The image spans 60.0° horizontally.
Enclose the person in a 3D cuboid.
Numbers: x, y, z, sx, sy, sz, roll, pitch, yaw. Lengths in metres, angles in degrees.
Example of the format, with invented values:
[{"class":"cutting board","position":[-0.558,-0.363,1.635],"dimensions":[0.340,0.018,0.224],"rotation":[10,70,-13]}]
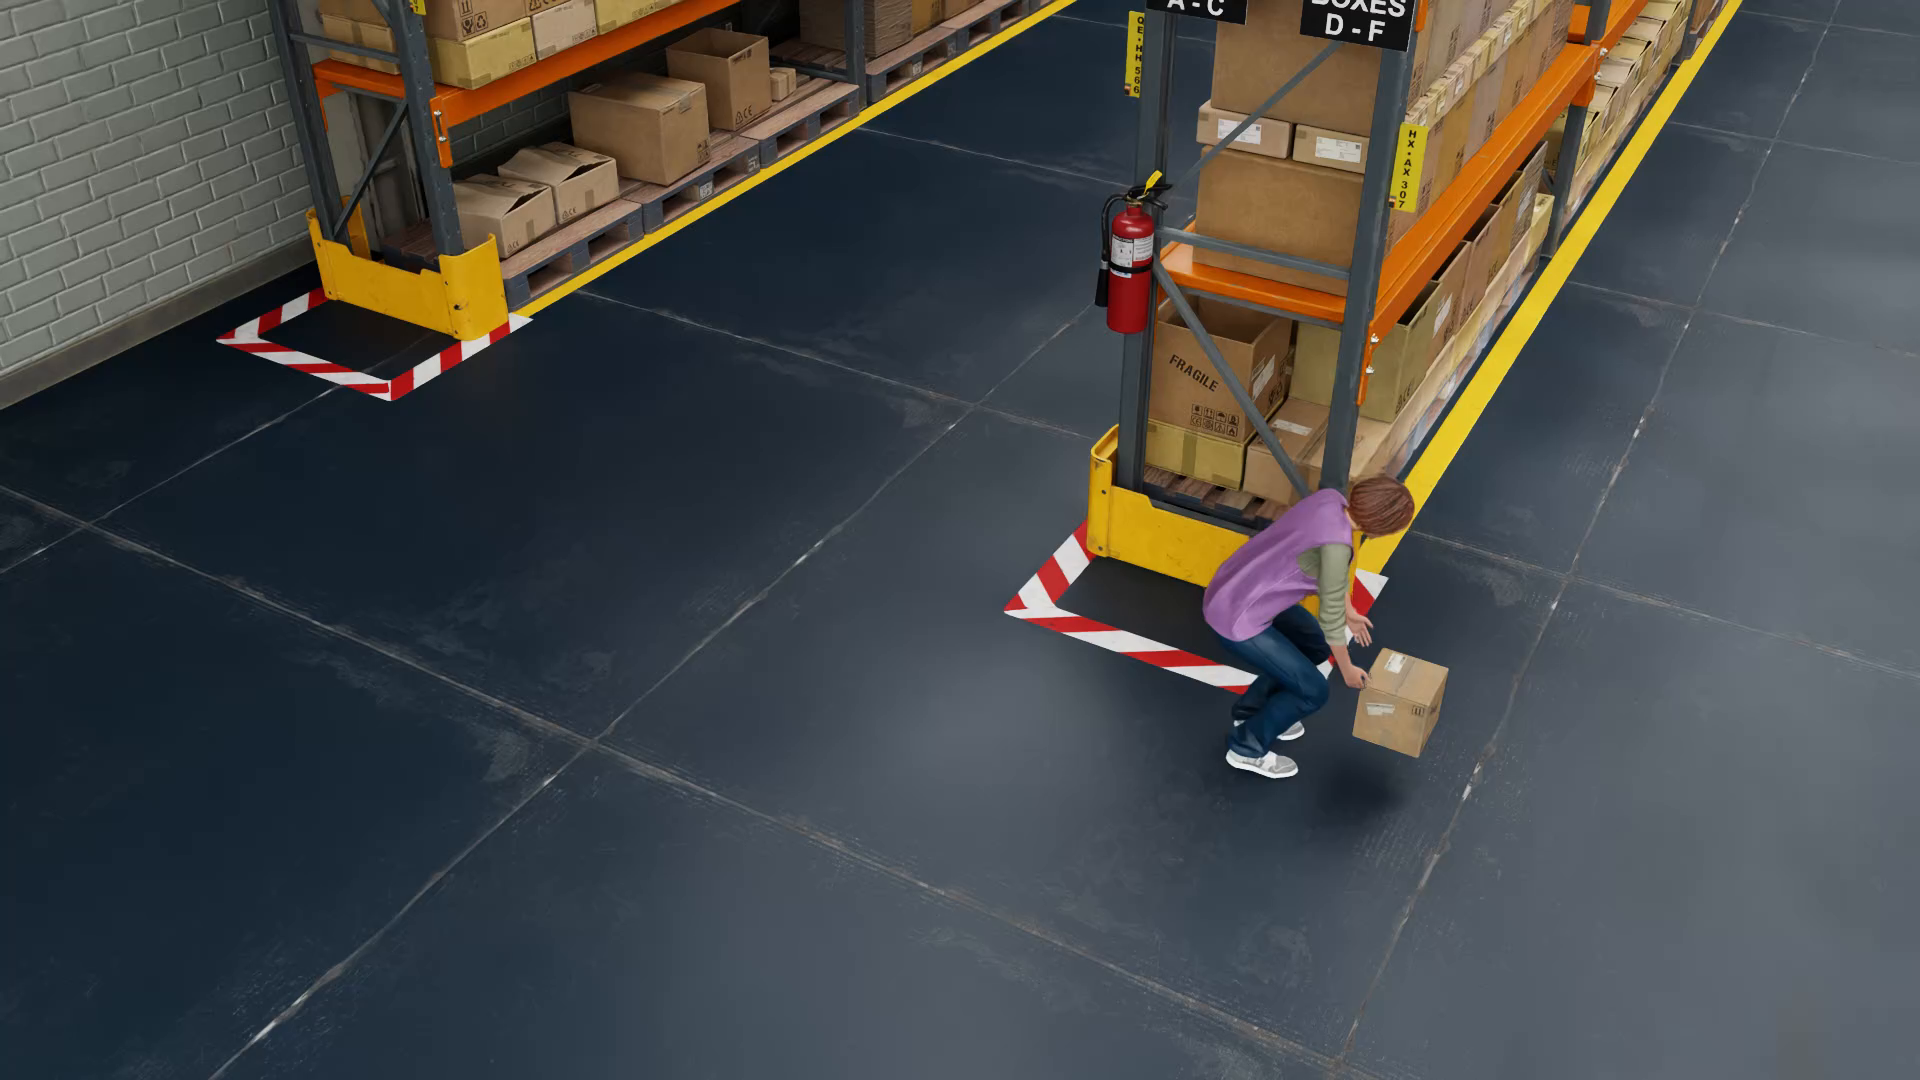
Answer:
[{"class":"person","position":[1.226,0.282,6.060],"dimensions":[0.685,1.245,0.463],"rotation":[7,35,11]}]
